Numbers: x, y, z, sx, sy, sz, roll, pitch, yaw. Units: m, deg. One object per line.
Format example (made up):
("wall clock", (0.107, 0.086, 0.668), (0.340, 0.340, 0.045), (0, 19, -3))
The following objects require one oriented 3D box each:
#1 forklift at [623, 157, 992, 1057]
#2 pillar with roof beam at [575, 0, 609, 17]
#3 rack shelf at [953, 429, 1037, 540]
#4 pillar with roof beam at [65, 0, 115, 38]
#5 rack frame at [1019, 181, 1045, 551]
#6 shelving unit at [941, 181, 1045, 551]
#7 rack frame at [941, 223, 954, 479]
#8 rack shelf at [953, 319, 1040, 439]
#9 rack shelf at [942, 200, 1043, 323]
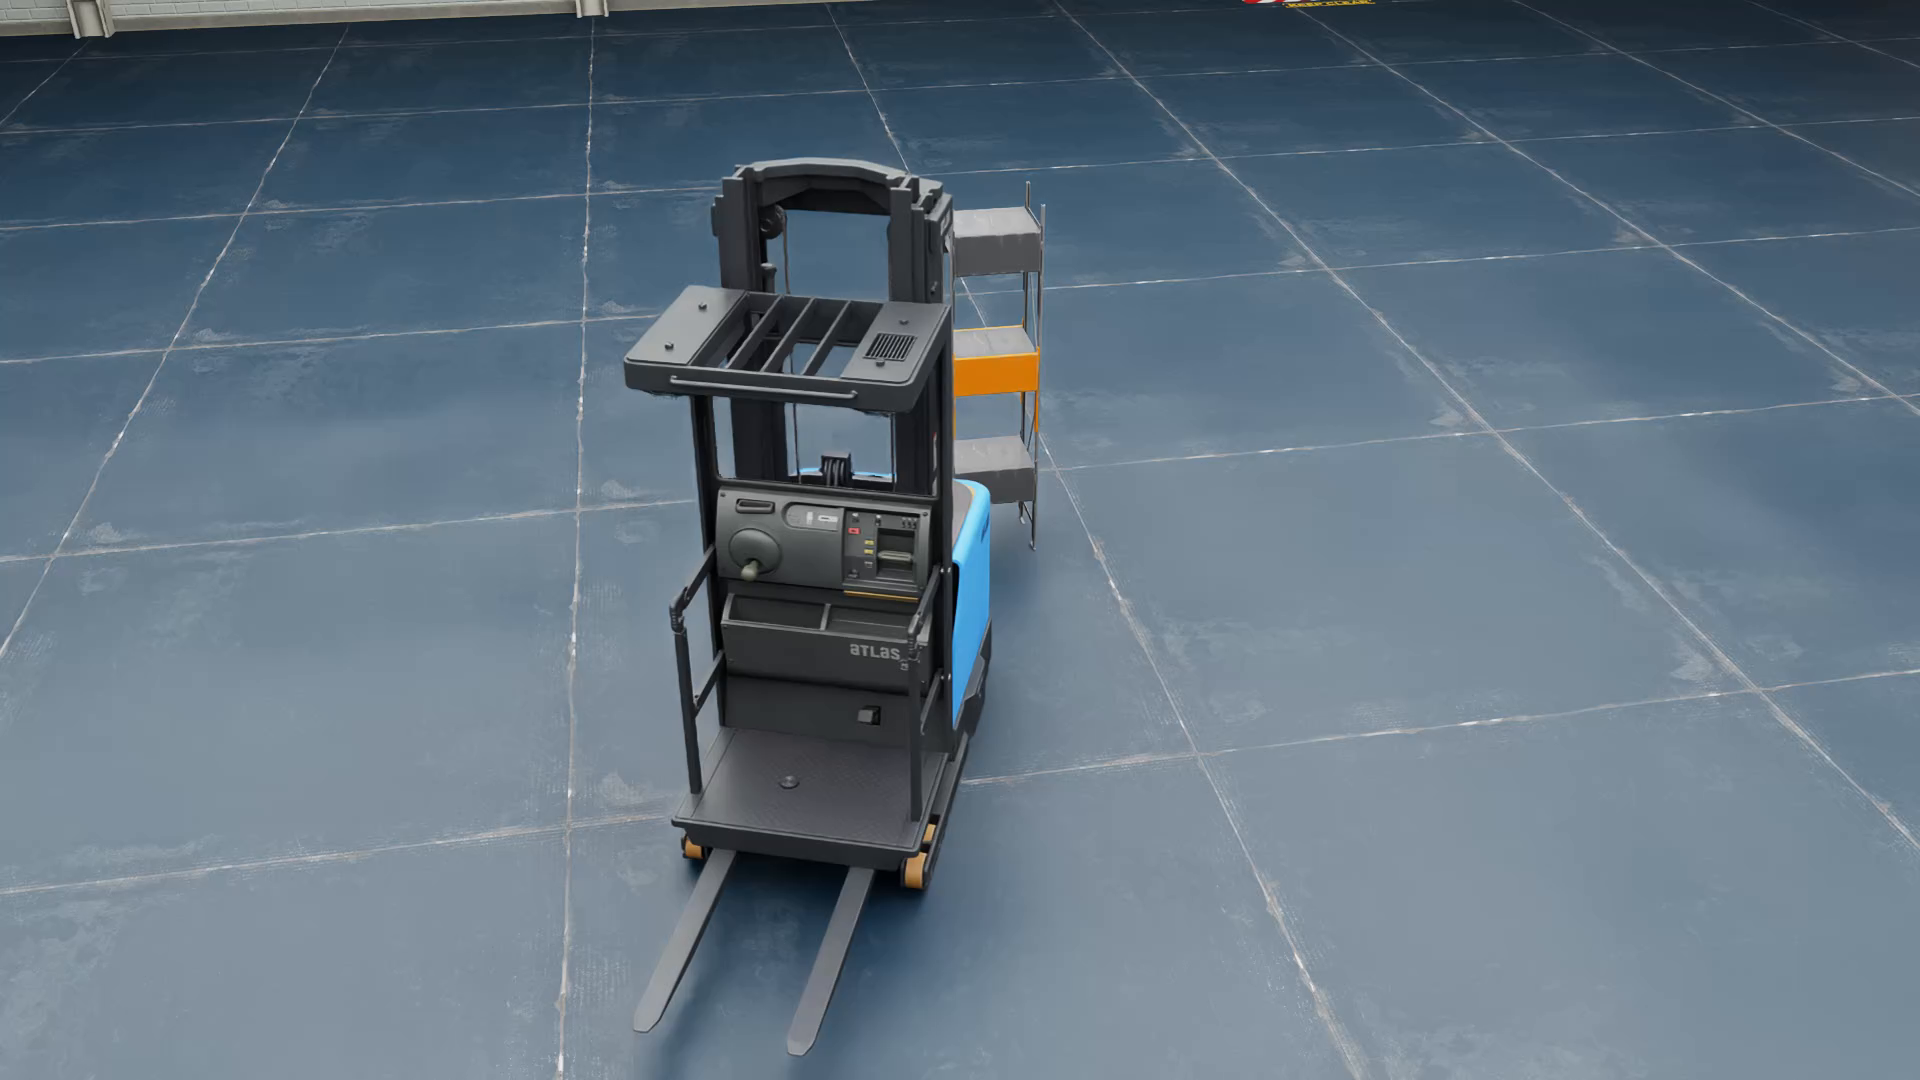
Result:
("forklift", (-0.621, 0.058, 6.874), (1.130, 2.935, 3.031), (6, 31, 9))
("pillar with roof beam", (-3.935, -8.484, 15.416), (0.400, 9.000, 9.100), (-5, 31, -9))
("rack shelf", (0.163, -0.305, 9.720), (0.480, 0.518, 0.431), (-5, 31, -9))
("pillar with roof beam", (-9.837, -7.937, 14.484), (0.400, 9.000, 9.100), (-5, 31, -9))
("rack frame", (0.403, -0.943, 9.396), (0.015, 2.100, 0.400), (-5, 31, -9))
("shelving unit", (0.163, -0.920, 9.358), (0.503, 2.100, 0.431), (-5, 31, -9))
("rack frame", (-0.077, -0.898, 9.320), (0.015, 2.100, 0.400), (-5, 31, -9))
("rack shelf", (0.163, -0.908, 9.365), (0.480, 0.518, 0.431), (-5, 31, -9))
("rack shelf", (0.163, -1.512, 9.010), (0.480, 0.518, 0.431), (-5, 31, -9))
